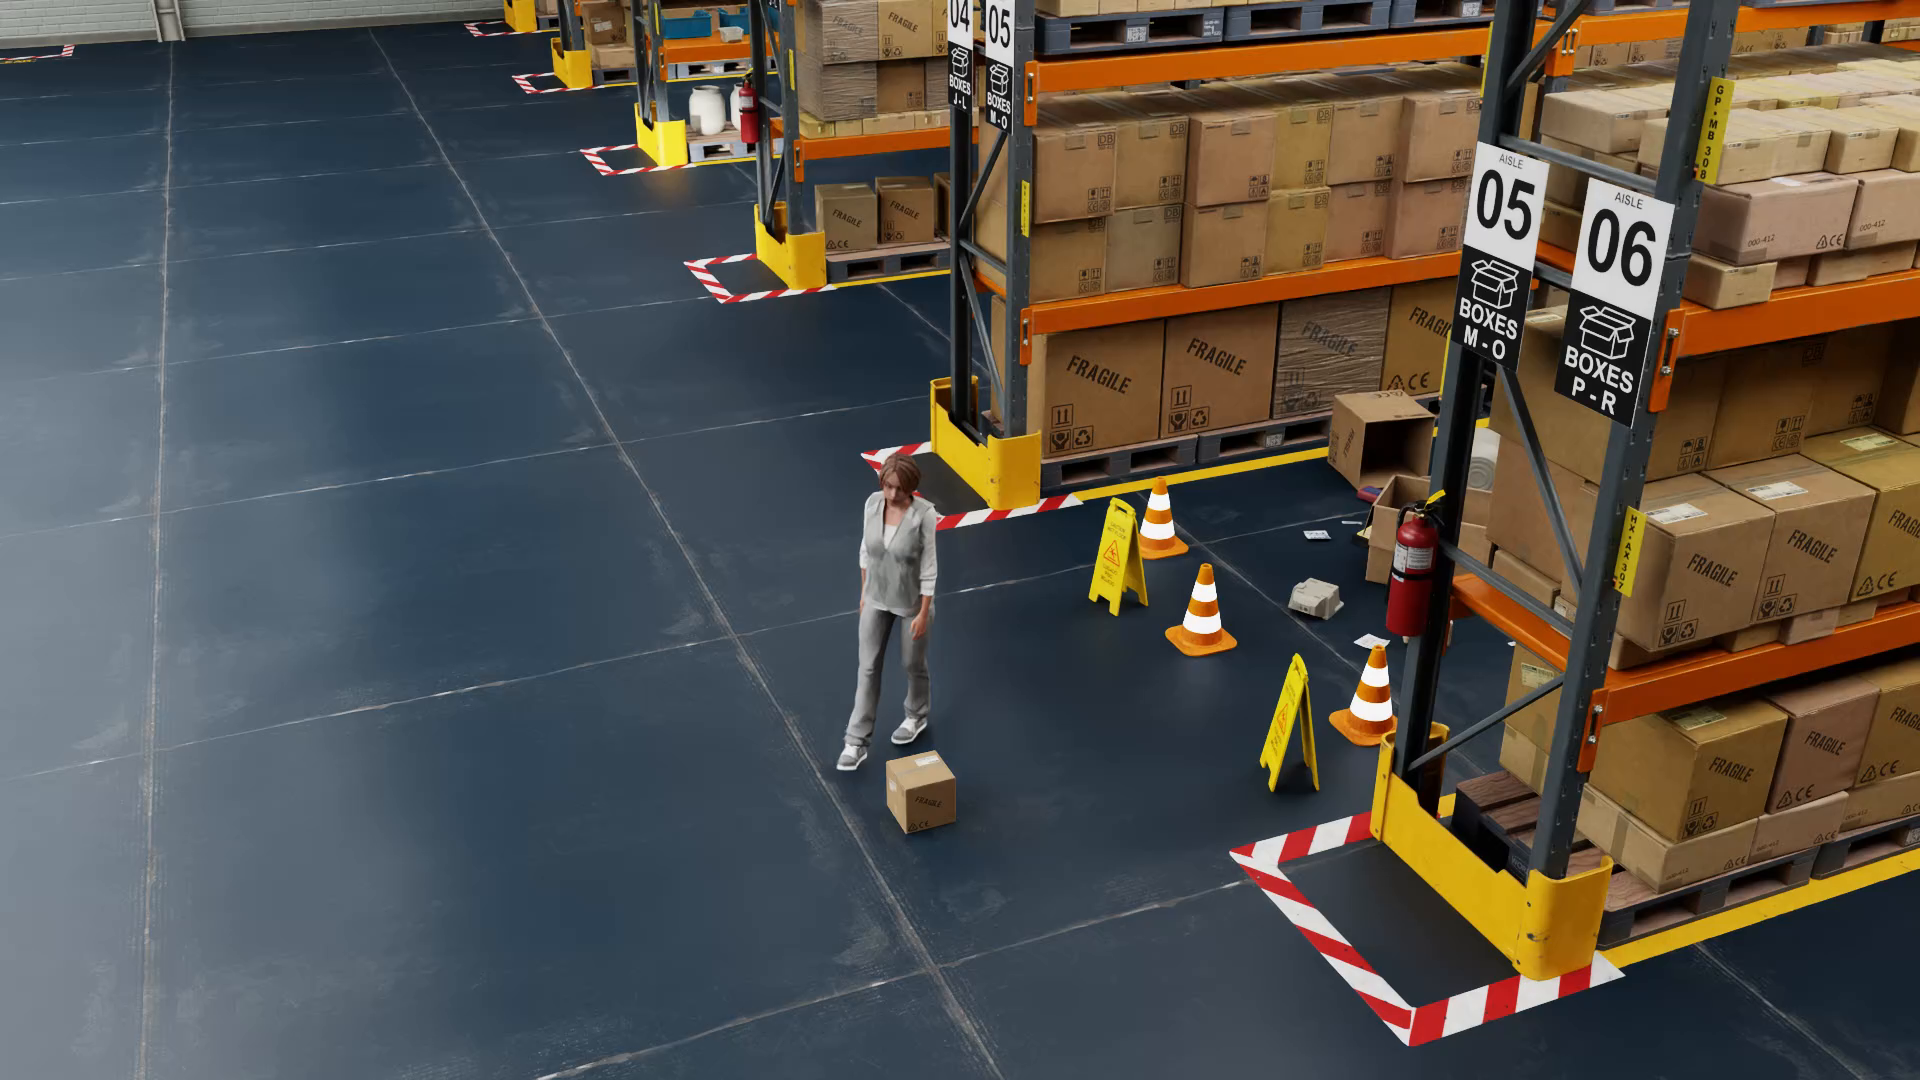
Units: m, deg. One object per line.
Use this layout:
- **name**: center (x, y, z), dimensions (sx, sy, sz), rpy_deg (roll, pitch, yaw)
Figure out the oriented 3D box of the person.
- **person**: center (-0.338, 0.352, 7.894), dimensions (0.422, 1.581, 0.700), rpy_deg (9, 28, 17)
